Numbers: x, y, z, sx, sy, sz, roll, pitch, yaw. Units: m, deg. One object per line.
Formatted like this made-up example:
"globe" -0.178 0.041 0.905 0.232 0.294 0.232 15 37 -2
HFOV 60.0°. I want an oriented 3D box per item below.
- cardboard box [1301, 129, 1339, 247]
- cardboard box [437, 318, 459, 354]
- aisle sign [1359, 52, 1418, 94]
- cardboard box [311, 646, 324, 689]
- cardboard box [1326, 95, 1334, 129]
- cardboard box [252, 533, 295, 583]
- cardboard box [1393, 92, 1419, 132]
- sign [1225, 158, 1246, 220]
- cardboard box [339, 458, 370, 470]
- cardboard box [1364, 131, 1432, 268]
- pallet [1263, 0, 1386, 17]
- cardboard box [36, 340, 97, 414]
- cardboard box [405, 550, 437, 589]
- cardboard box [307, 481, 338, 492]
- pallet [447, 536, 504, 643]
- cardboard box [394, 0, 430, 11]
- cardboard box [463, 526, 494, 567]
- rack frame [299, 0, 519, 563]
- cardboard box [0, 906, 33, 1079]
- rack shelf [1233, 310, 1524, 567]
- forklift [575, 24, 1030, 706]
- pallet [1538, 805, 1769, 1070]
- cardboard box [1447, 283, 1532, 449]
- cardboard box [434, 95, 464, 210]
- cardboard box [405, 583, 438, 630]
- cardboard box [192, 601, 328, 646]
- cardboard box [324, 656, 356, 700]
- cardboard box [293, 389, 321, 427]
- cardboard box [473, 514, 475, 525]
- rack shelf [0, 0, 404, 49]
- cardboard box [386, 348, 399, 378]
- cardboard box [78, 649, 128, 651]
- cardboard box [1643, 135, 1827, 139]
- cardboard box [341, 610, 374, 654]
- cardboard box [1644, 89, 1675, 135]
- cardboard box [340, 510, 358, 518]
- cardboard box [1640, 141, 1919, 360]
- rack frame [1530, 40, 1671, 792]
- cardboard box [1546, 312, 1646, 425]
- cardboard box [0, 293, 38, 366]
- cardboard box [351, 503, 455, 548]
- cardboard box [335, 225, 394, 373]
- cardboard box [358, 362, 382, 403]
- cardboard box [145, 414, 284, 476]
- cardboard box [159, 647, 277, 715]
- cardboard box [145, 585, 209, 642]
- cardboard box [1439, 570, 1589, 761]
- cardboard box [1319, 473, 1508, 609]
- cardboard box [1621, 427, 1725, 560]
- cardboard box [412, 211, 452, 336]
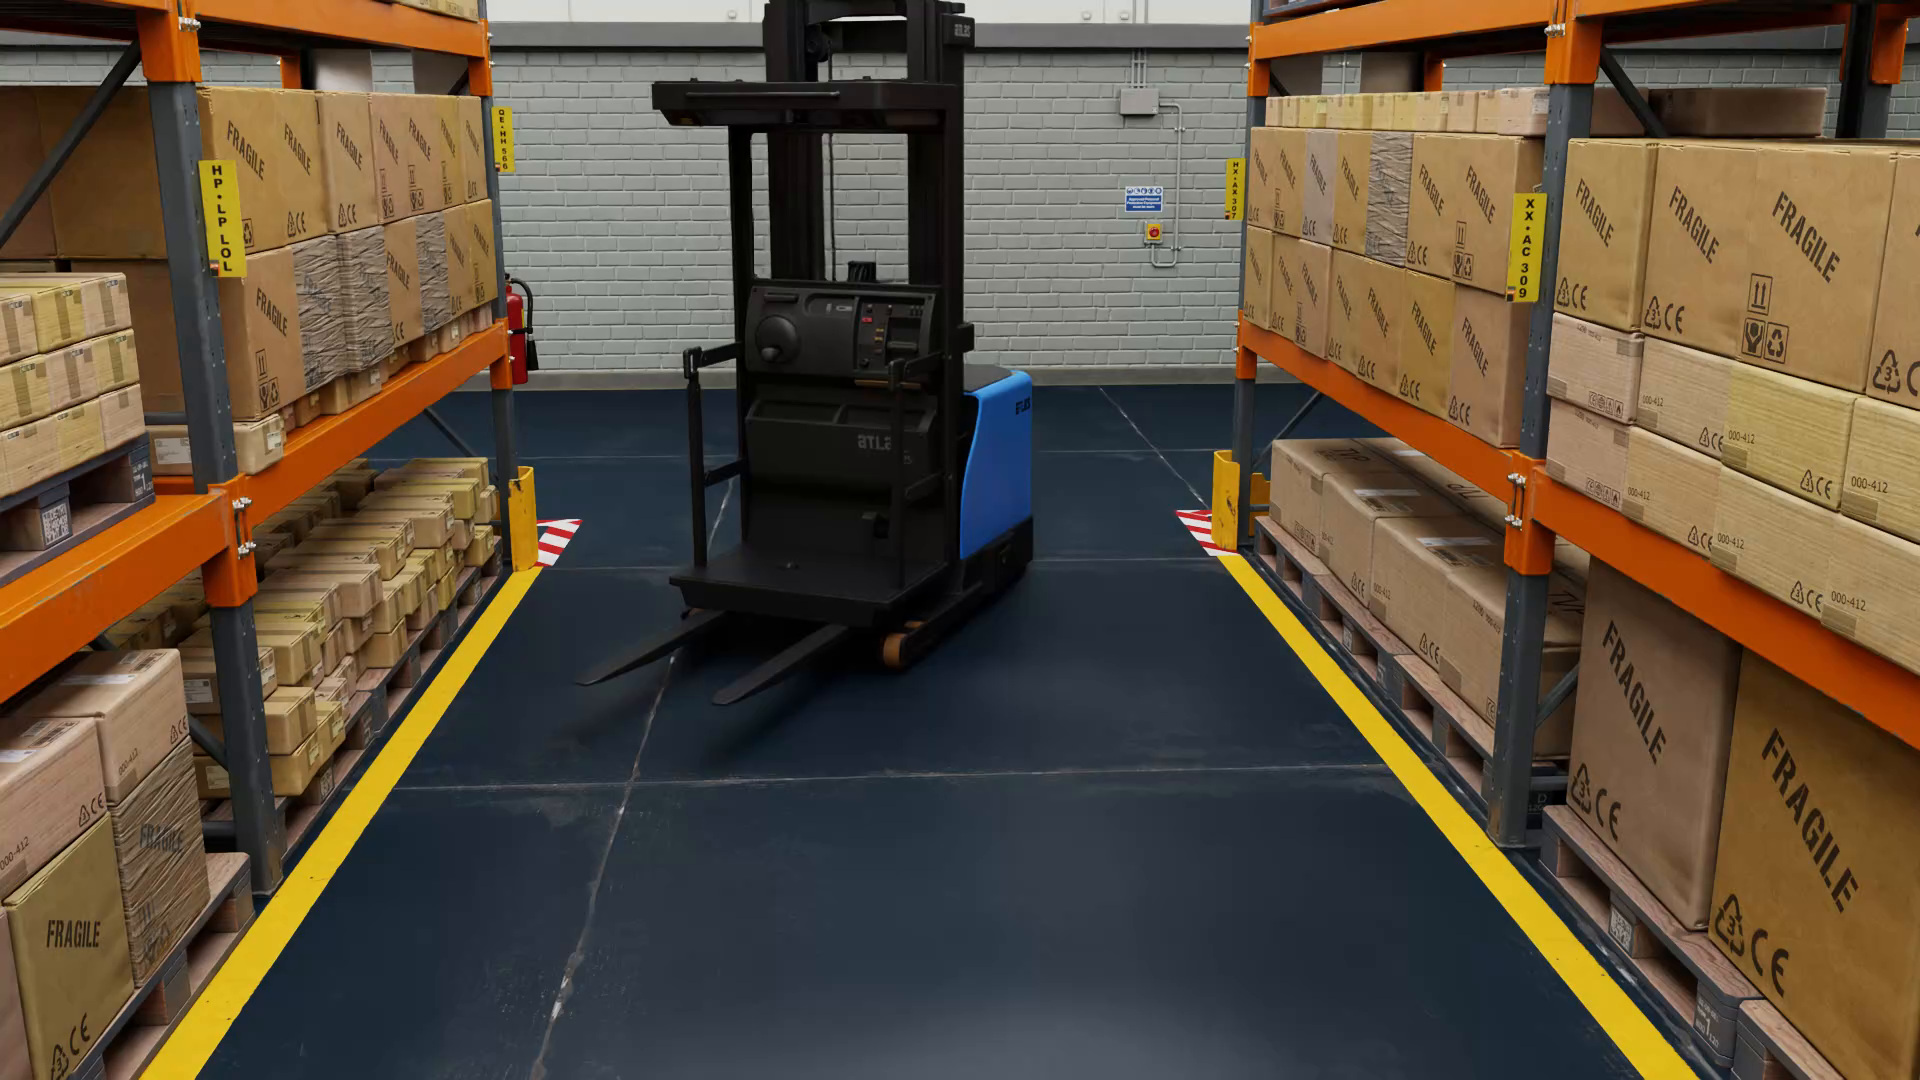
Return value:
"cardboard box" 1.860 -1.592 7.485 0.500 0.500 0.500 -1 14 -4
"cardboard box" -2.548 -0.951 7.709 0.380 0.149 0.250 0 14 -2
"aisle sign" 2.341 -2.721 8.864 0.394 0.787 0.004 -1 14 -3
"cardboard box" -2.510 0.474 5.947 0.380 0.149 0.250 -1 14 -4
"cardboard box" 1.874 -1.933 7.511 0.380 0.149 0.250 -1 14 -3
"cardboard box" -2.992 0.075 6.899 0.380 0.149 0.250 -1 14 -3
"cardboard box" 1.931 -1.682 6.533 0.380 0.149 0.250 -1 14 -5
"sign" 1.482 -1.890 8.954 0.100 0.325 0.005 -1 14 -3
"cardboard box" -3.205 -0.313 8.407 0.380 0.149 0.250 -2 15 -6
"cardboard box" -0.145 0.070 4.217 4.865 2.090 5.455 -1 14 -3
"pallet" 2.093 -2.664 8.020 1.003 0.211 1.213 -1 14 -3
"cardboard box" -2.411 -0.407 4.153 0.380 0.149 0.250 -1 14 -3
"cardboard box" -2.504 0.144 7.227 0.380 0.149 0.250 0 14 -1
"cardboard box" -3.180 -0.181 7.896 0.380 0.149 0.250 -1 14 -4
"pallet" -2.878 0.234 8.192 1.003 0.211 1.213 -1 14 -3
"cardboard box" -2.550 -2.358 6.953 0.500 0.250 0.500 0 14 -1
"cardboard box" -2.540 0.030 8.269 0.380 0.149 0.250 0 14 -2
"rack frame" -2.898 -1.338 8.705 1.000 3.000 0.127 -1 14 -3
"cardboard box" -2.294 1.100 3.405 0.500 0.500 0.500 -1 14 -5
"rack shelf" 2.160 -0.593 7.256 1.077 0.370 4.000 -1 14 -3
"forklift" 2.355 -1.810 6.109 7.407 5.209 9.711 6 15 21
"pallet" 2.407 1.097 4.839 1.003 0.211 1.213 -1 14 -3
"cardboard box" 2.000 -0.604 5.654 0.500 0.500 0.500 -1 14 -3
"cardboard box" -2.590 -1.778 7.614 0.500 0.500 0.500 -1 14 -5
"cardboard box" -2.506 0.289 7.262 0.380 0.149 0.250 -1 14 -2
"cardboard box" -2.488 0.326 5.924 0.392 0.149 0.269 0 14 -1
"cardboard box" -2.501 0.550 6.249 0.380 0.149 0.250 -1 14 -5
"cardboard box" -2.511 -0.493 5.926 0.380 0.149 0.250 -2 15 -6
"cardboard box" -2.618 -0.112 8.222 0.380 0.149 0.250 -1 14 -5
"rack shelf" -2.774 -2.014 6.470 0.831 0.071 3.687 -1 14 -3
"cardboard box" -2.571 -0.752 6.932 0.380 0.149 0.250 -1 14 -2
"cardboard box" -2.932 0.462 5.396 0.380 0.149 0.250 0 14 -2
"cardboard box" 2.496 -1.099 5.571 0.500 0.500 0.500 -1 14 -3
"cardboard box" -2.517 0.338 6.475 0.380 0.149 0.250 0 14 -1
"cardboard box" 2.492 -1.437 5.583 0.380 0.149 0.250 -1 14 -3
"cardboard box" -3.058 -0.042 7.950 0.380 0.149 0.250 -1 14 -3
"cardboard box" 2.084 -0.737 4.164 0.500 0.500 0.500 -1 14 -4
"rack frame" 2.287 -0.444 5.233 0.949 2.616 0.053 -1 14 -3
"cardboard box" 2.030 -0.500 4.747 0.500 0.250 0.500 -1 14 -5
"cardboard box" -2.399 -0.485 3.858 0.380 0.149 0.250 -1 14 -5
"cardboard box" -2.486 -0.063 7.438 0.380 0.149 0.250 0 14 -1
"cardboard box" -2.463 -0.911 6.250 0.500 0.500 0.500 -1 14 -5
"cardboard box" -2.471 -0.623 6.433 0.380 0.149 0.250 0 14 -1
"cardboard box" -2.341 -0.297 5.163 0.380 0.149 0.250 0 14 -1
"cardboard box" -2.465 0.458 5.413 0.380 0.149 0.250 0 14 -1
"cardboard box" -2.948 0.272 6.136 0.380 0.149 0.250 0 14 -2
"cardboard box" 2.352 0.435 6.114 0.875 0.438 0.875 -1 14 -4
"cardboard box" 2.242 -0.012 7.851 0.875 0.438 0.875 0 14 -2
"cardboard box" 2.081 -0.129 4.311 0.500 0.250 0.500 -1 14 -5
"cardboard box" -2.546 -1.168 7.249 0.500 0.500 0.500 -1 14 -3
